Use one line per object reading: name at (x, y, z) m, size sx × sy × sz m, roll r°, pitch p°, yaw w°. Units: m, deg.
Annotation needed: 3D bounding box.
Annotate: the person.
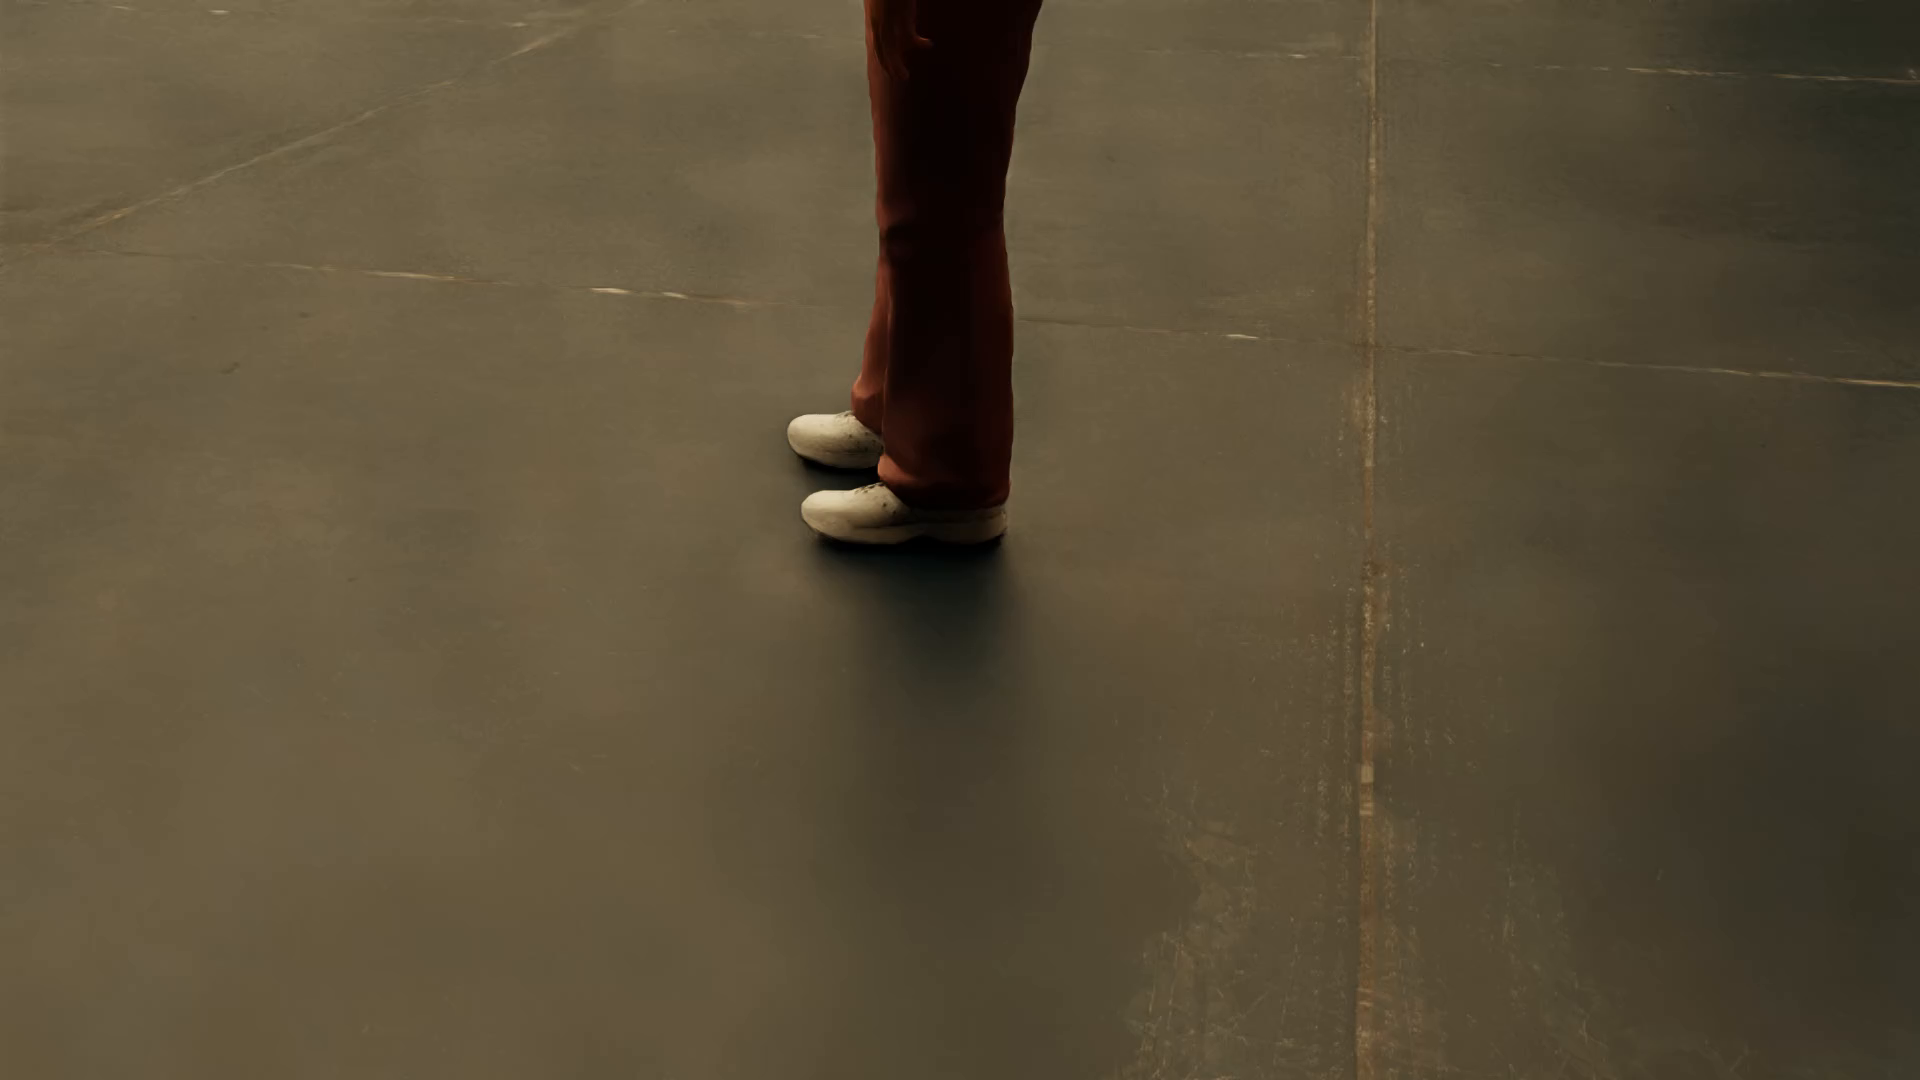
person at (-0.070, -0.767, 2.143) m, size 0.548 × 1.674 × 0.554 m, roll 6°, pitch 27°, yaw 11°
